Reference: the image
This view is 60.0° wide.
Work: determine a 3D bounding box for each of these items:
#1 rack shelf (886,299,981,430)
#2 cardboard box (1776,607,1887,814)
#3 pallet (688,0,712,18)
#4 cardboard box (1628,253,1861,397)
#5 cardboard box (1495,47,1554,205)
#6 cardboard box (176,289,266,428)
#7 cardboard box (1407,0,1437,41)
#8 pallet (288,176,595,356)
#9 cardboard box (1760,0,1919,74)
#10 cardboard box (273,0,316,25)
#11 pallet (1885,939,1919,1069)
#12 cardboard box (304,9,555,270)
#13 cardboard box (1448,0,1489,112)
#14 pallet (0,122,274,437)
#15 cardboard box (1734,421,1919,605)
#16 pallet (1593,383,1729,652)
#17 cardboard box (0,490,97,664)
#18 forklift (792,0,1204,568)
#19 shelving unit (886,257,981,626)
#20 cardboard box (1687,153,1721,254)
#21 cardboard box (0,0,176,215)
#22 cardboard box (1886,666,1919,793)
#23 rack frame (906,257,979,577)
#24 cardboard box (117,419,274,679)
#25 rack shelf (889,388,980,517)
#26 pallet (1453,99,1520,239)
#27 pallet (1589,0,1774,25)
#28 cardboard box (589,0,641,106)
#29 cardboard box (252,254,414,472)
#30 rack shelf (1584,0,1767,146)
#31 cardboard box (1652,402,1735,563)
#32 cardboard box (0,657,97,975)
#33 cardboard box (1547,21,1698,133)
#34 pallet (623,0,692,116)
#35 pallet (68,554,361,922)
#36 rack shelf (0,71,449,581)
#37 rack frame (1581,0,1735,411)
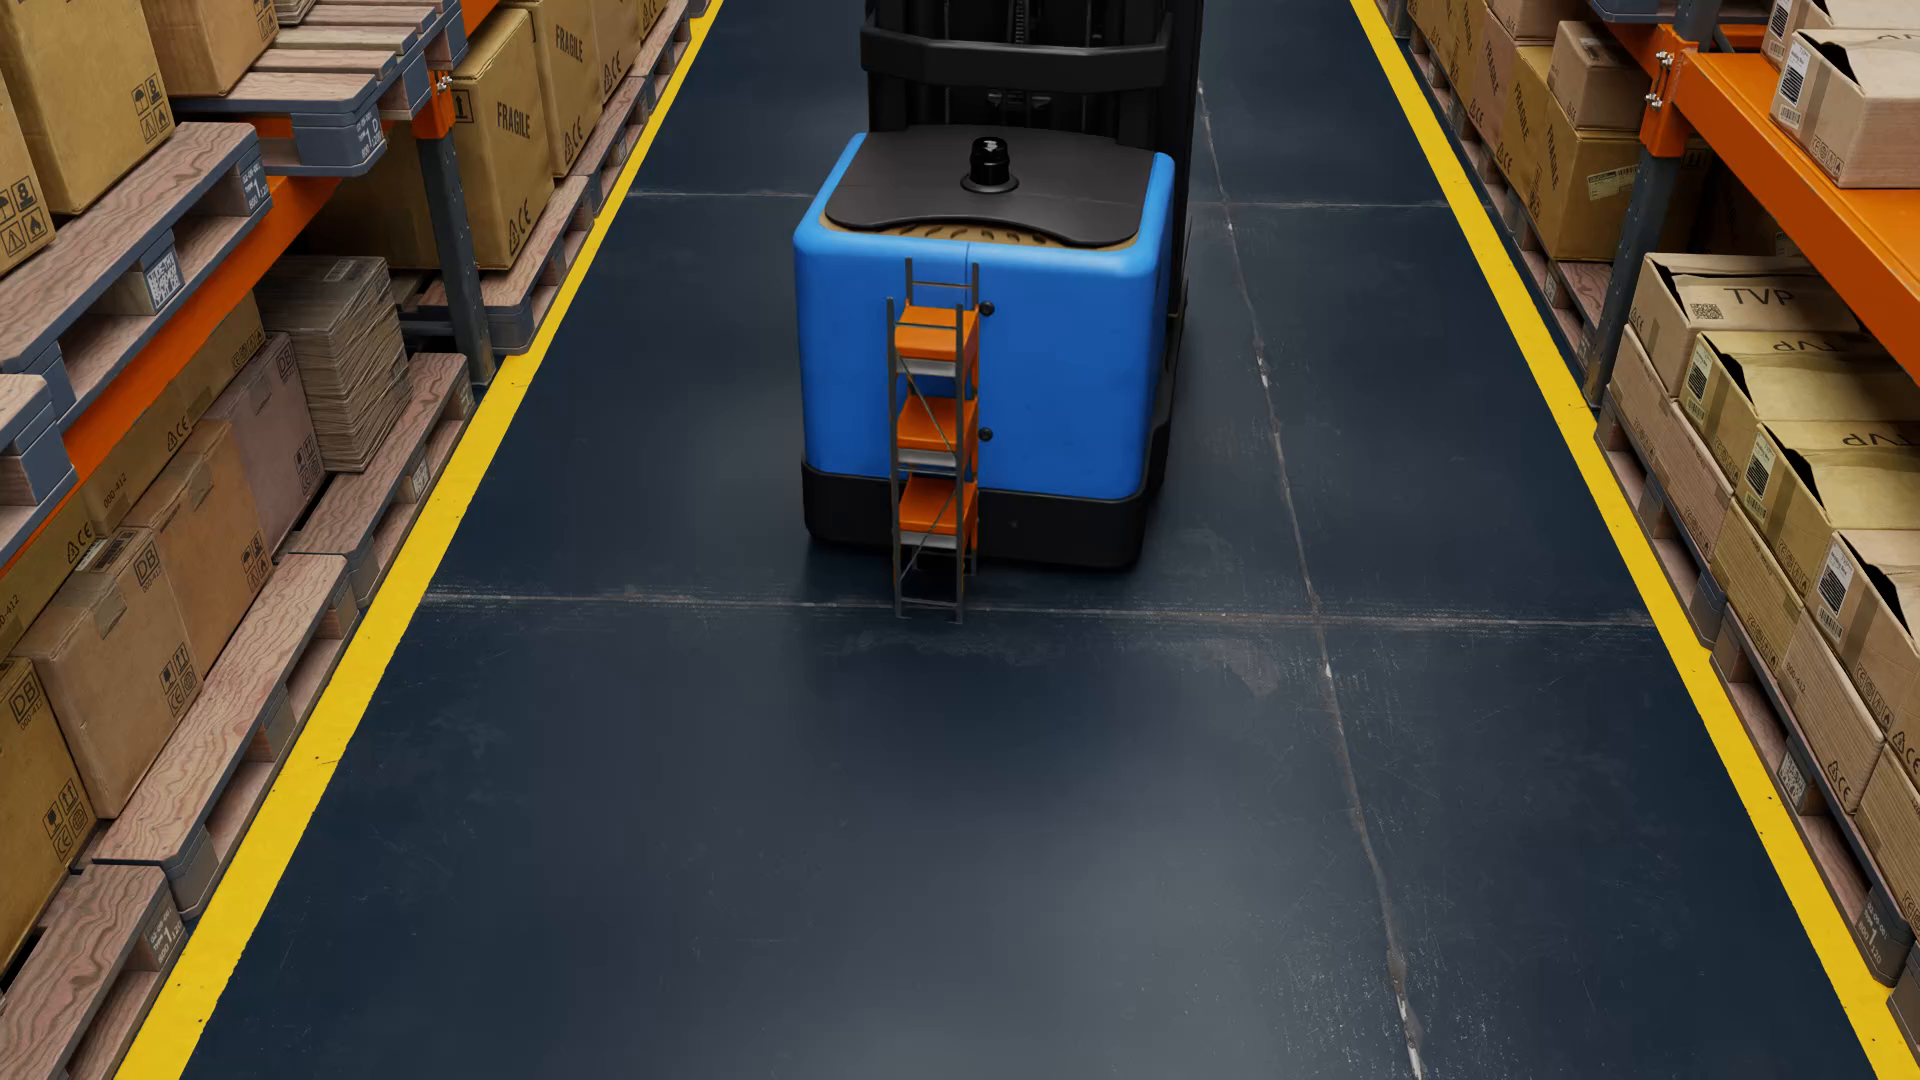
[{"bbox_3d":[-0.070,-0.482,4.547,0.215,0.259,0.240,6,36,8],"label":"rack shelf"},{"bbox_3d":[2.370,0.419,4.071,0.500,0.250,0.500,2,35,3],"label":"cardboard box"},{"bbox_3d":[-1.940,-3.415,9.926,1.003,0.211,1.213,1,35,2],"label":"pallet"},{"bbox_3d":[2.426,-0.693,5.166,0.500,0.311,0.500,2,35,3],"label":"cardboard box"},{"bbox_3d":[2.564,-1.708,6.863,0.500,0.500,0.500,0,35,0],"label":"cardboard box"},{"bbox_3d":[-2.272,-0.546,4.558,0.500,0.250,0.500,2,35,3],"label":"cardboard box"},{"bbox_3d":[2.638,-2.894,8.550,0.500,0.500,0.500,0,35,0],"label":"cardboard box"},{"bbox_3d":[-2.103,-1.133,6.679,1.003,0.211,1.213,1,35,2],"label":"pallet"},{"bbox_3d":[2.682,-1.466,4.805,0.500,0.311,0.500,3,35,5],"label":"cardboard box"},{"bbox_3d":[-2.219,-1.774,4.695,0.700,0.500,0.500,-3,35,-4],"label":"cardboard box"},{"bbox_3d":[2.570,1.304,3.211,1.003,0.211,1.213,1,35,2],"label":"pallet"},{"bbox_3d":[-2.049,-1.535,6.329,0.750,0.750,0.750,1,35,1],"label":"cardboard box"},{"bbox_3d":[2.600,-2.300,7.706,0.500,0.500,0.500,2,35,2],"label":"cardboard box"},{"bbox_3d":[-2.248,-0.606,3.671,1.003,0.211,1.213,1,35,2],"label":"pallet"},{"bbox_3d":[2.390,-0.098,4.319,0.500,0.311,0.500,0,35,1],"label":"cardboard box"},{"bbox_3d":[2.668,-0.098,5.206,1.003,0.211,1.213,1,35,2],"label":"pallet"},{"bbox_3d":[-2.326,0.036,3.730,0.500,0.250,0.500,0,35,1],"label":"cardboard box"},{"bbox_3d":[0.280,-1.954,5.482,1.130,2.935,3.031,6,36,8],"label":"forklift"},{"bbox_3d":[-0.070,-0.258,4.704,0.215,1.050,0.252,6,36,8],"label":"shelving unit"},{"bbox_3d":[3.059,-1.424,6.459,0.500,0.500,0.500,0,35,0],"label":"cardboard box"},{"bbox_3d":[-2.247,-1.057,3.676,0.700,0.500,0.500,1,35,2],"label":"cardboard box"},{"bbox_3d":[2.346,0.486,3.488,0.500,0.311,0.500,1,35,2],"label":"cardboard box"},{"bbox_3d":[-0.049,-0.327,4.802,0.200,1.050,0.008,6,36,8],"label":"rack frame"},{"bbox_3d":[-2.315,0.014,4.413,0.700,0.500,0.500,1,35,2],"label":"cardboard box"},{"bbox_3d":[-0.070,-0.249,4.710,0.215,0.259,0.240,6,36,8],"label":"rack shelf"},{"bbox_3d":[2.860,-1.697,7.481,1.003,0.211,1.213,1,35,2],"label":"pallet"},{"bbox_3d":[2.697,-2.023,5.687,1.213,0.211,1.003,1,35,2],"label":"pallet"},{"bbox_3d":[-1.978,-2.526,7.740,0.750,0.750,0.750,2,35,3],"label":"cardboard box"},{"bbox_3d":[-2.187,-0.565,5.237,0.700,0.500,0.500,2,35,3],"label":"cardboard box"},{"bbox_3d":[2.820,-2.565,6.917,1.077,0.370,4.000,1,35,2],"label":"rack shelf"},{"bbox_3d":[2.406,-0.175,4.916,0.500,0.250,0.500,0,35,1],"label":"cardboard box"},{"bbox_3d":[-2.387,0.597,3.584,0.700,0.500,0.500,1,35,1],"label":"cardboard box"},{"bbox_3d":[2.541,-1.750,6.271,0.500,0.250,0.500,3,35,4],"label":"cardboard box"},{"bbox_3d":[-2.005,-2.535,8.674,1.003,0.211,1.213,1,35,2],"label":"pallet"},{"bbox_3d":[-2.294,0.466,4.403,1.003,0.211,1.213,1,35,2],"label":"pallet"},{"bbox_3d":[-2.290,-0.380,3.807,1.077,0.370,4.000,1,35,2],"label":"rack shelf"},{"bbox_3d":[2.740,-1.711,5.075,1.000,3.000,0.127,1,35,2],"label":"rack frame"}]
